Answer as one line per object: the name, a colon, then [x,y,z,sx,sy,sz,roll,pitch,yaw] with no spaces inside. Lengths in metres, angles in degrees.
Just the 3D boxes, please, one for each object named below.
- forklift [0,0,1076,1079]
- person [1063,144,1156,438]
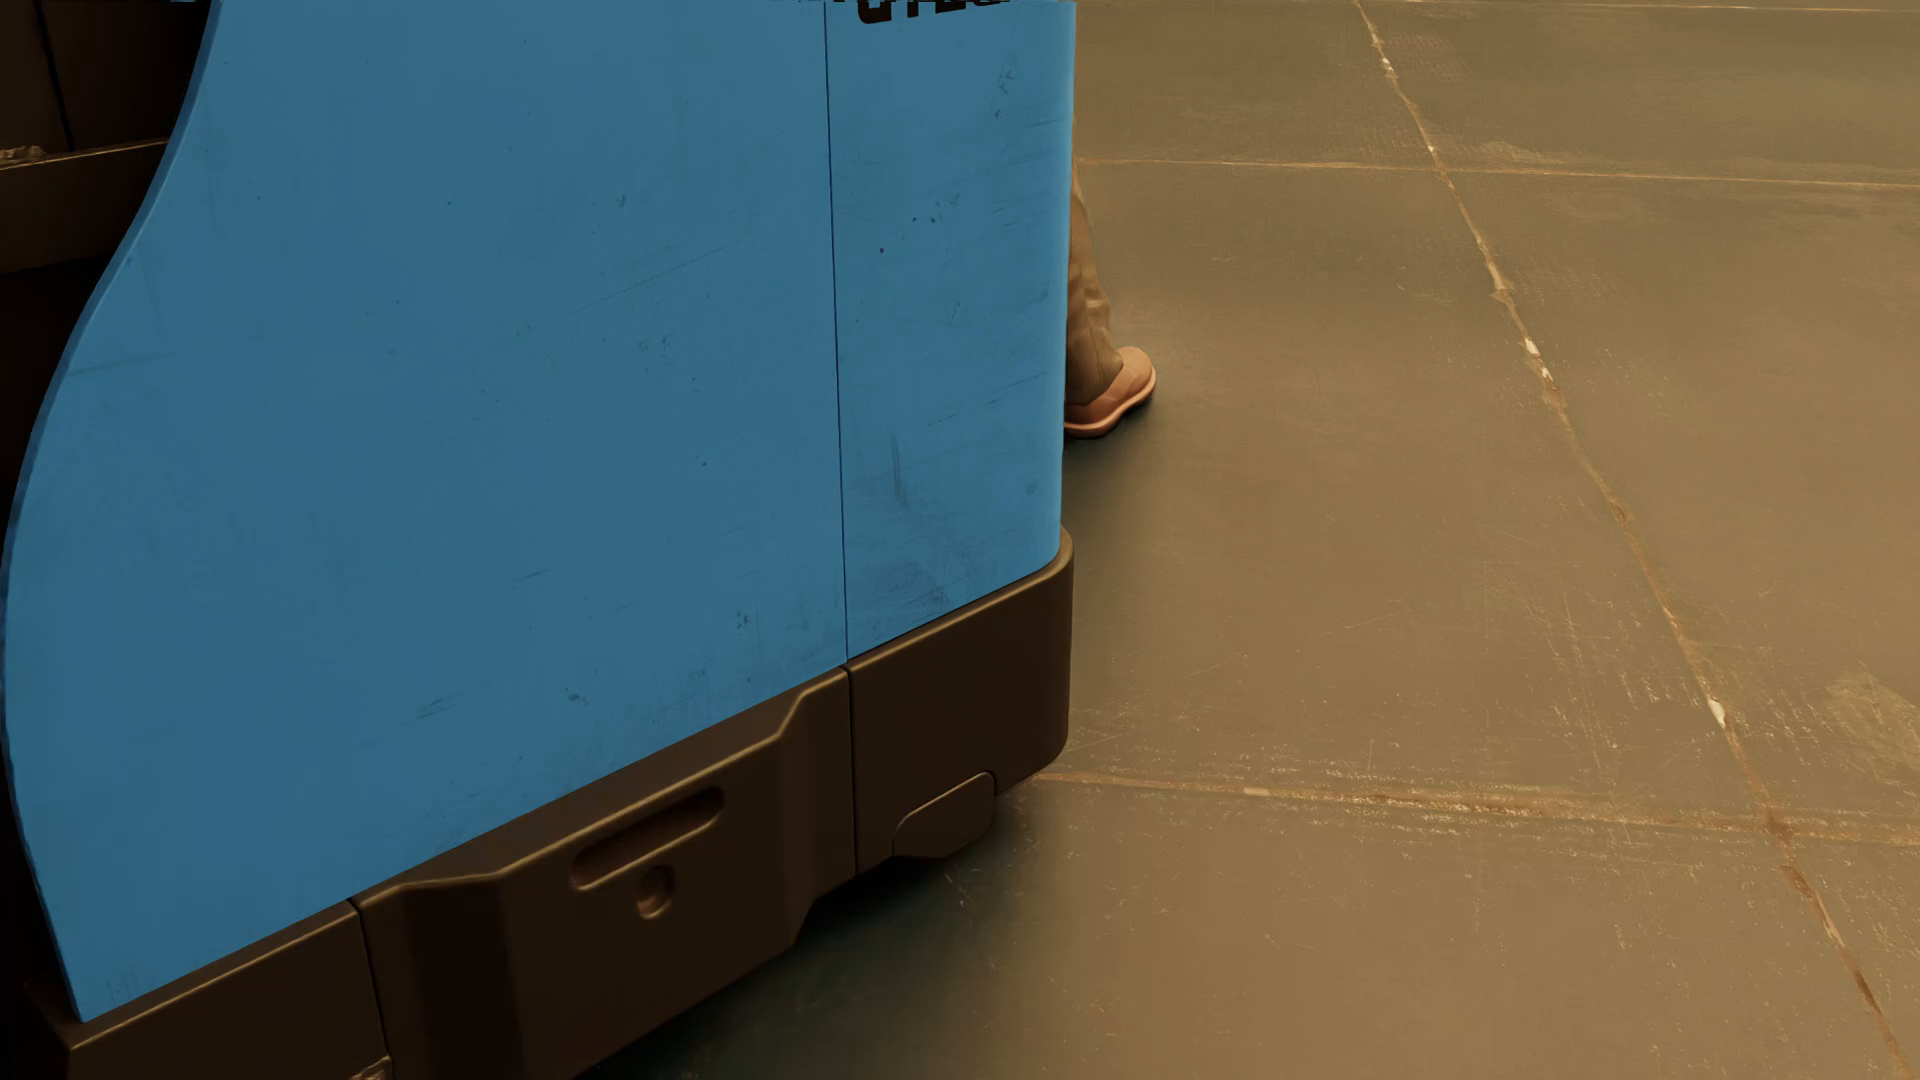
forklift: [-1.282,-0.723,0.665,3.031,2.935,1.130,-24,35,-39]
person: [-0.075,-0.924,2.678,0.755,1.486,0.696,15,30,27]
